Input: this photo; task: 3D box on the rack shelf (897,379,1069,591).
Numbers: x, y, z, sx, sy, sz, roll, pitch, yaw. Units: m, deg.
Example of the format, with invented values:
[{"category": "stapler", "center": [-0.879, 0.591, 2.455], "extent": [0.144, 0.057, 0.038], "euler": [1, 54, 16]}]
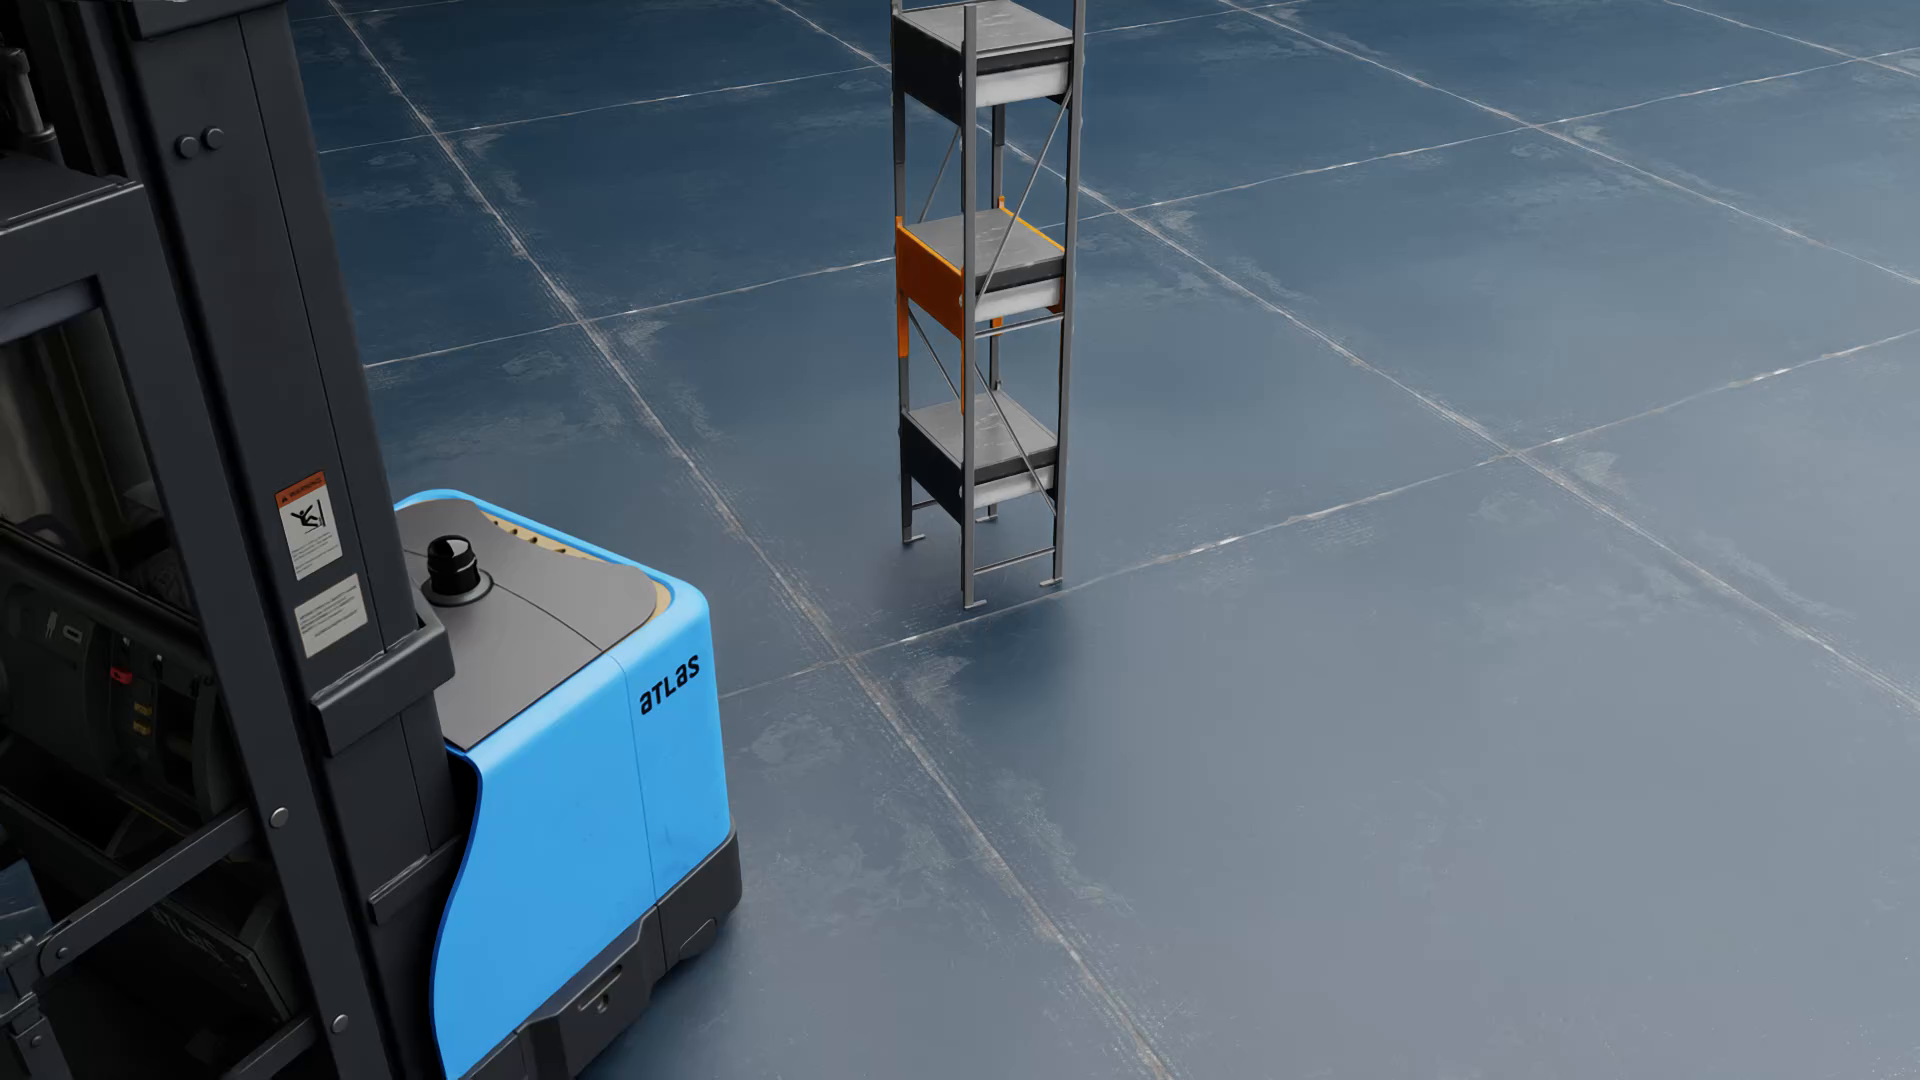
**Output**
[{"category": "rack shelf", "center": [0.077, -0.204, 5.945], "extent": [0.431, 0.518, 0.480], "euler": [-16, 36, -23]}]

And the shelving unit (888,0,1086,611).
[{"category": "shelving unit", "center": [0.077, -0.805, 5.560], "extent": [0.431, 2.100, 0.503], "euler": [-16, 36, -23]}]

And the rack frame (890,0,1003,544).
[{"category": "rack frame", "center": [-0.037, -0.922, 5.742], "extent": [0.400, 2.100, 0.015], "euler": [-16, 36, -23]}]

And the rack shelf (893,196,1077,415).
[{"category": "rack shelf", "center": [0.077, -0.794, 5.568], "extent": [0.431, 0.518, 0.480], "euler": [-16, 36, -23]}]

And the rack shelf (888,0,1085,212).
[{"category": "rack shelf", "center": [0.077, -1.383, 5.190], "extent": [0.431, 0.518, 0.480], "euler": [-16, 36, -23]}]

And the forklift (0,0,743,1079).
[{"category": "forklift", "center": [-1.827, 0.316, 3.039], "extent": [1.130, 2.935, 3.031], "euler": [19, 37, 27]}]

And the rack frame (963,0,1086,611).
[{"category": "rack frame", "center": [0.191, -0.689, 5.379], "extent": [0.400, 2.100, 0.015], "euler": [-16, 36, -23]}]
